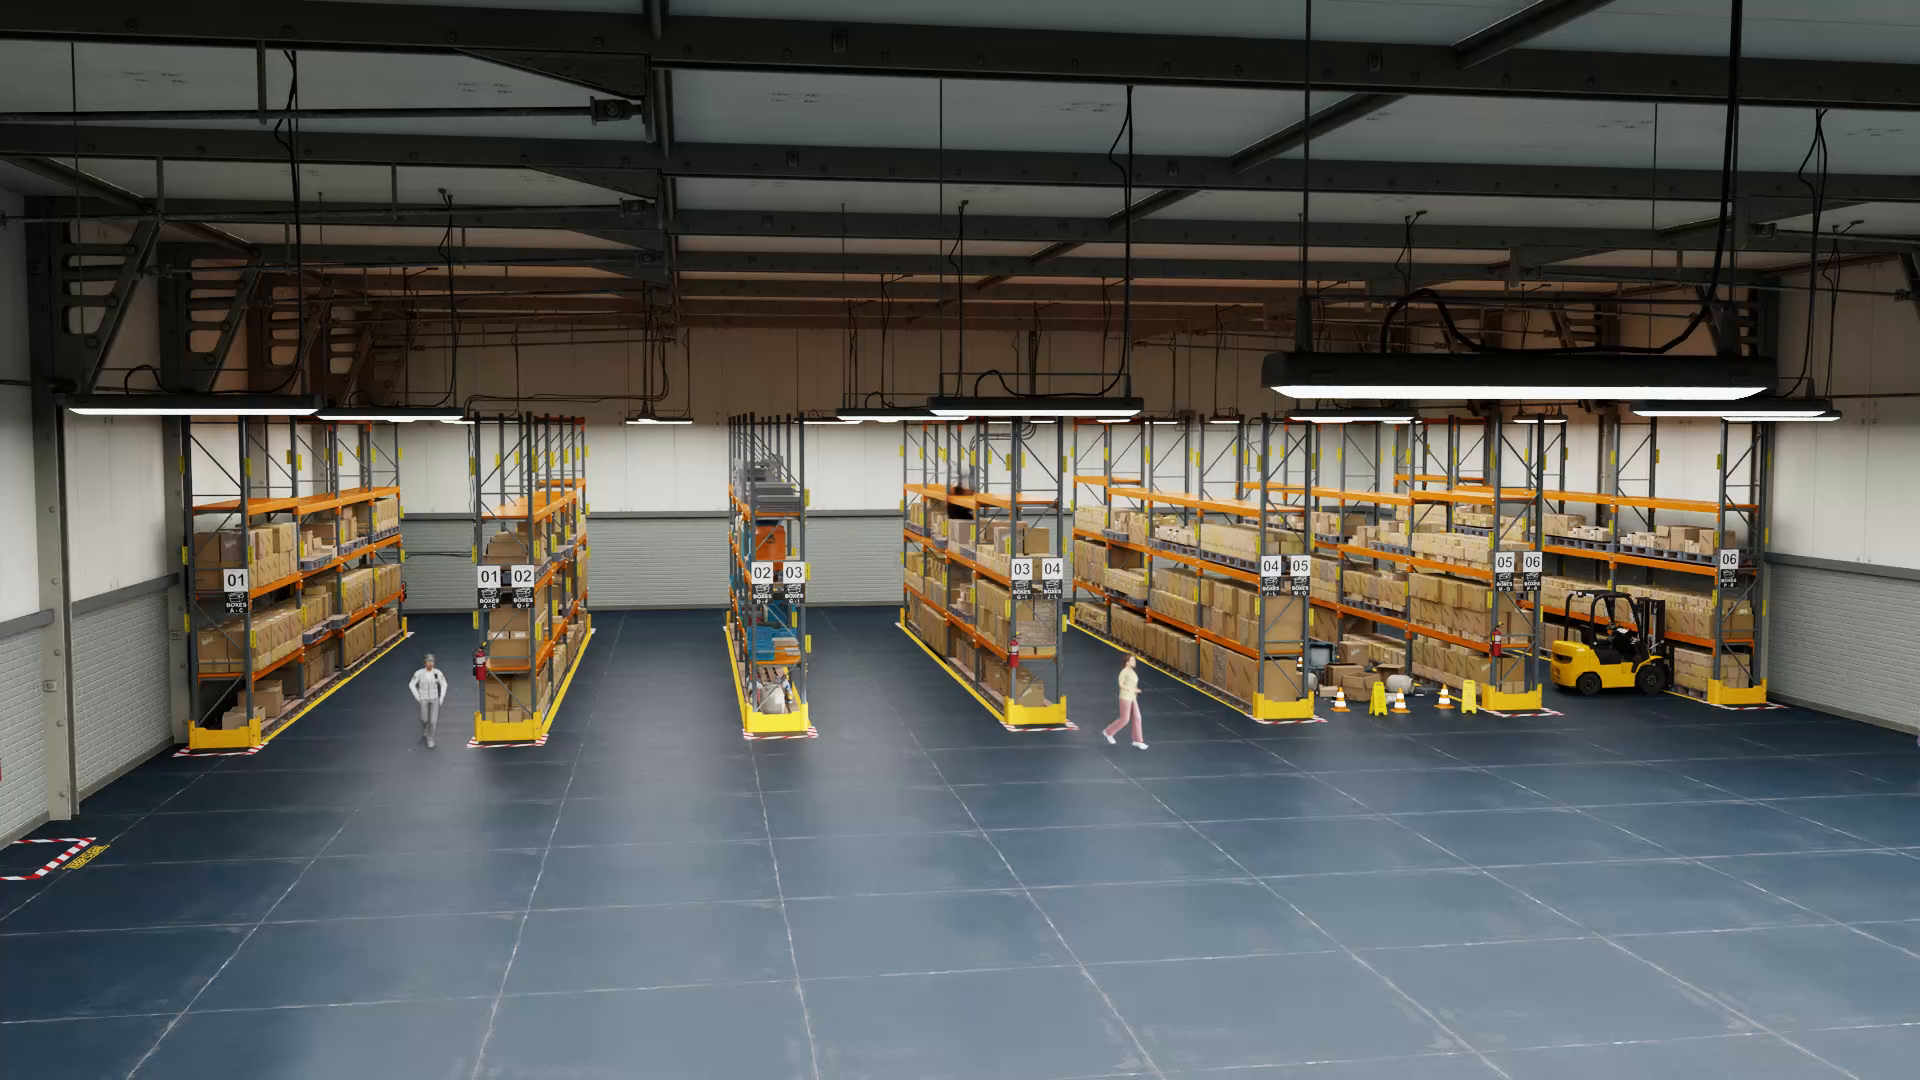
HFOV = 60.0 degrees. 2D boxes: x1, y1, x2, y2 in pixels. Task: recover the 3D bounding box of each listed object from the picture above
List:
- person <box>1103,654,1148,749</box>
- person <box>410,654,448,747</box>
[{"bbox_3d":[2.973,2.867,29.724,0.846,1.686,0.598,2,4,30],"label":"person"},{"bbox_3d":[-9.556,2.872,29.931,0.652,1.666,0.502,-1,4,-20],"label":"person"}]
